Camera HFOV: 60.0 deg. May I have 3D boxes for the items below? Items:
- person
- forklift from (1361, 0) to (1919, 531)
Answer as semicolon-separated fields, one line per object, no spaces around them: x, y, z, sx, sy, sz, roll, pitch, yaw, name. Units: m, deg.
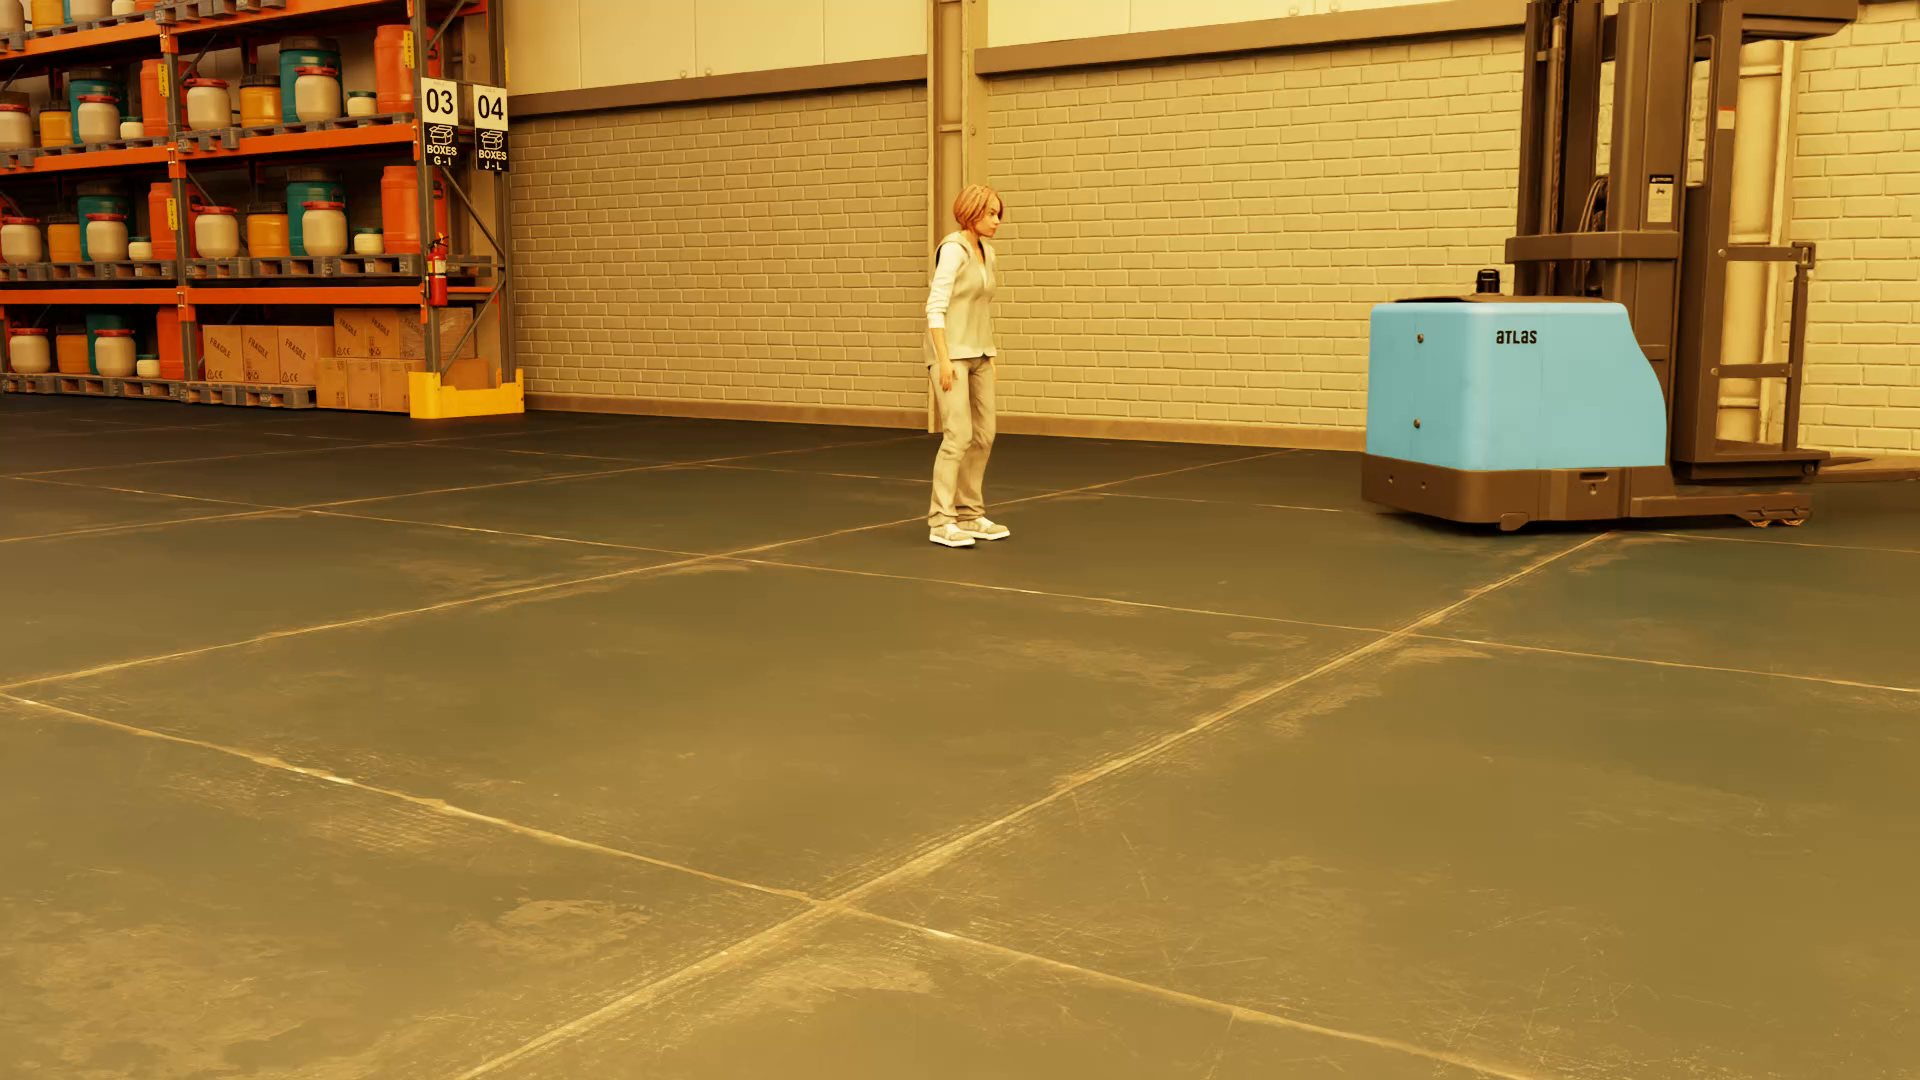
0.021;-0.787;7.485;0.344;1.592;0.467;5;10;32;person
3.636;-1.581;8.311;3.031;2.935;1.130;-2;8;-15;forklift
